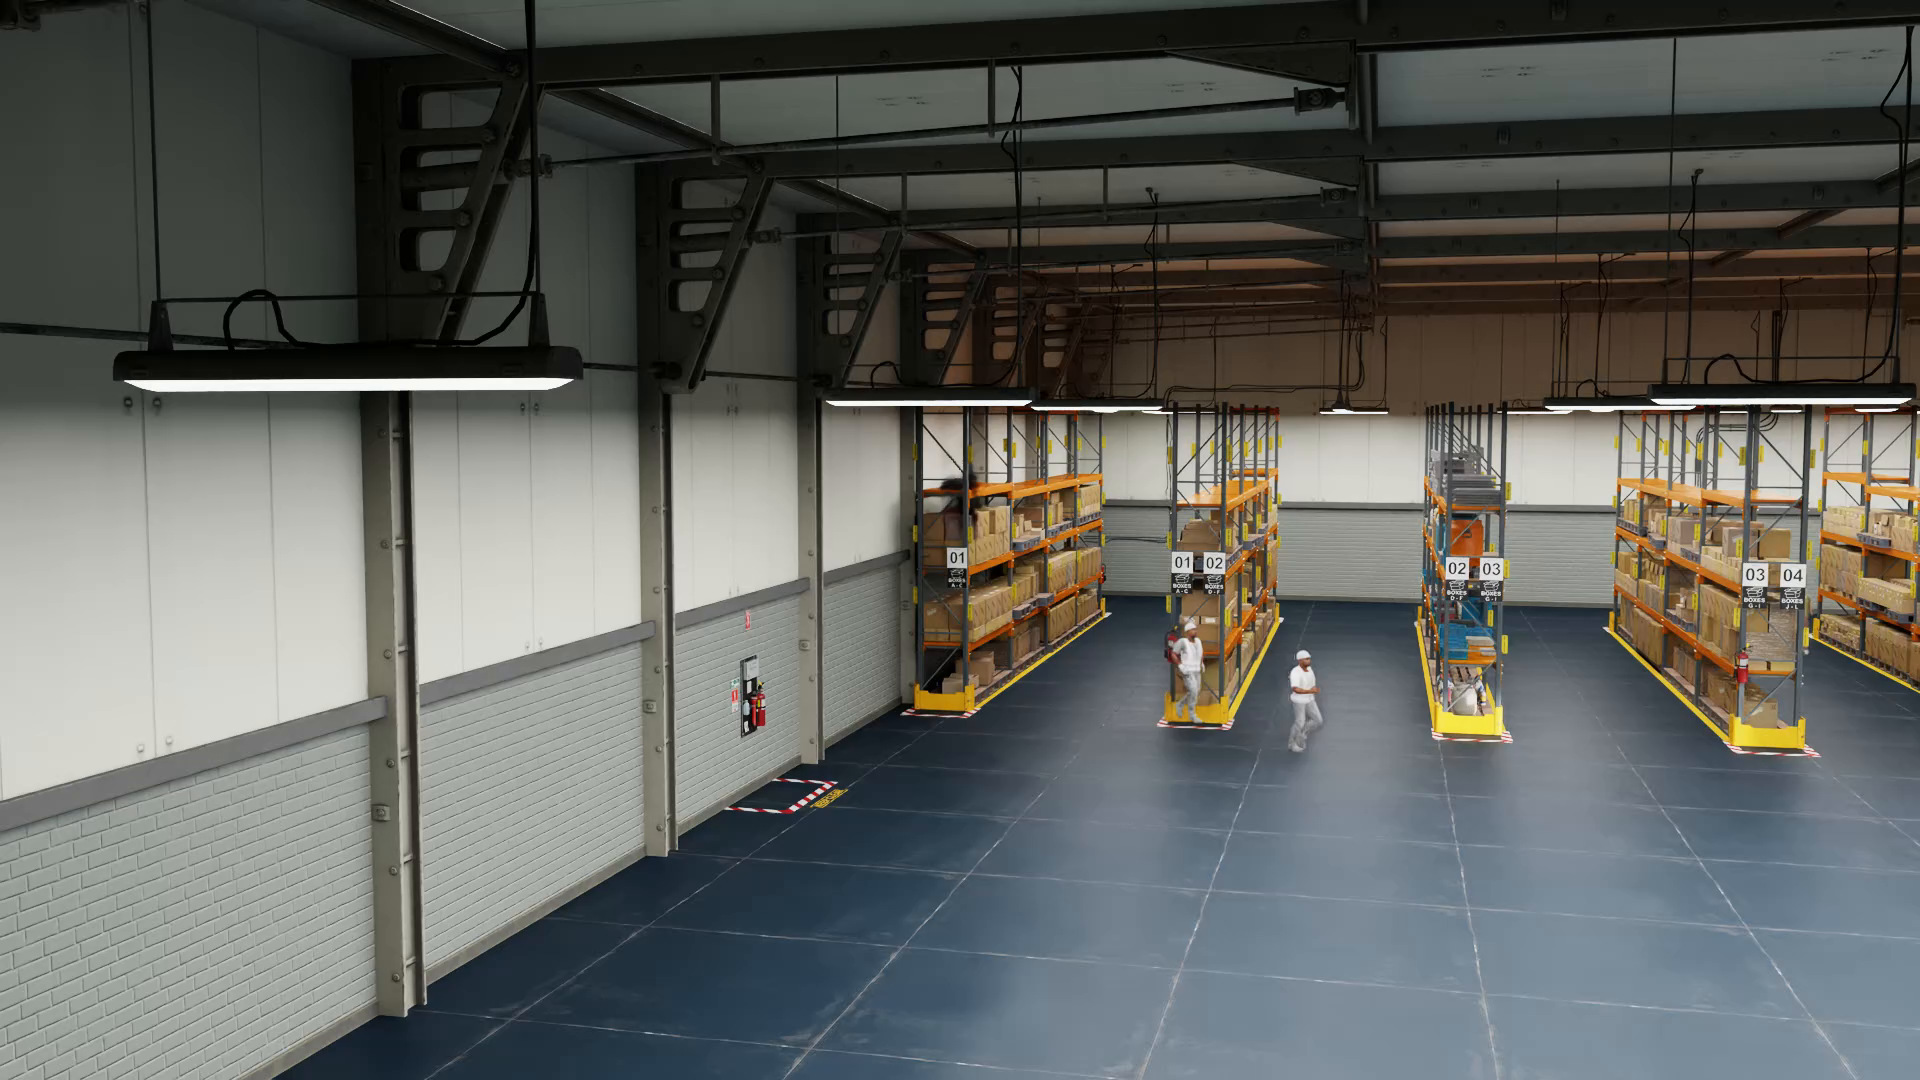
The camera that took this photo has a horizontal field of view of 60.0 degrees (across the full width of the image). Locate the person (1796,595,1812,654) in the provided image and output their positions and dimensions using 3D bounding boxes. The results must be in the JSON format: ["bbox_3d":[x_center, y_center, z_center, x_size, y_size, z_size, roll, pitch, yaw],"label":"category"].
[{"bbox_3d":[20.343,1.888,40.247,0.580,1.653,0.972,1,4,13],"label":"person"}]

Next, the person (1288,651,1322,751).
[{"bbox_3d":[5.902,2.748,28.349,0.698,1.737,0.684,-4,6,-41],"label":"person"}]

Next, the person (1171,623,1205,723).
[{"bbox_3d":[4.134,2.368,29.910,0.708,1.770,0.711,-4,6,-40],"label":"person"}]

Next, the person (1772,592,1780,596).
[{"bbox_3d":[21.573,1.605,44.146,0.723,1.789,0.771,-4,6,-43],"label":"person"}]
